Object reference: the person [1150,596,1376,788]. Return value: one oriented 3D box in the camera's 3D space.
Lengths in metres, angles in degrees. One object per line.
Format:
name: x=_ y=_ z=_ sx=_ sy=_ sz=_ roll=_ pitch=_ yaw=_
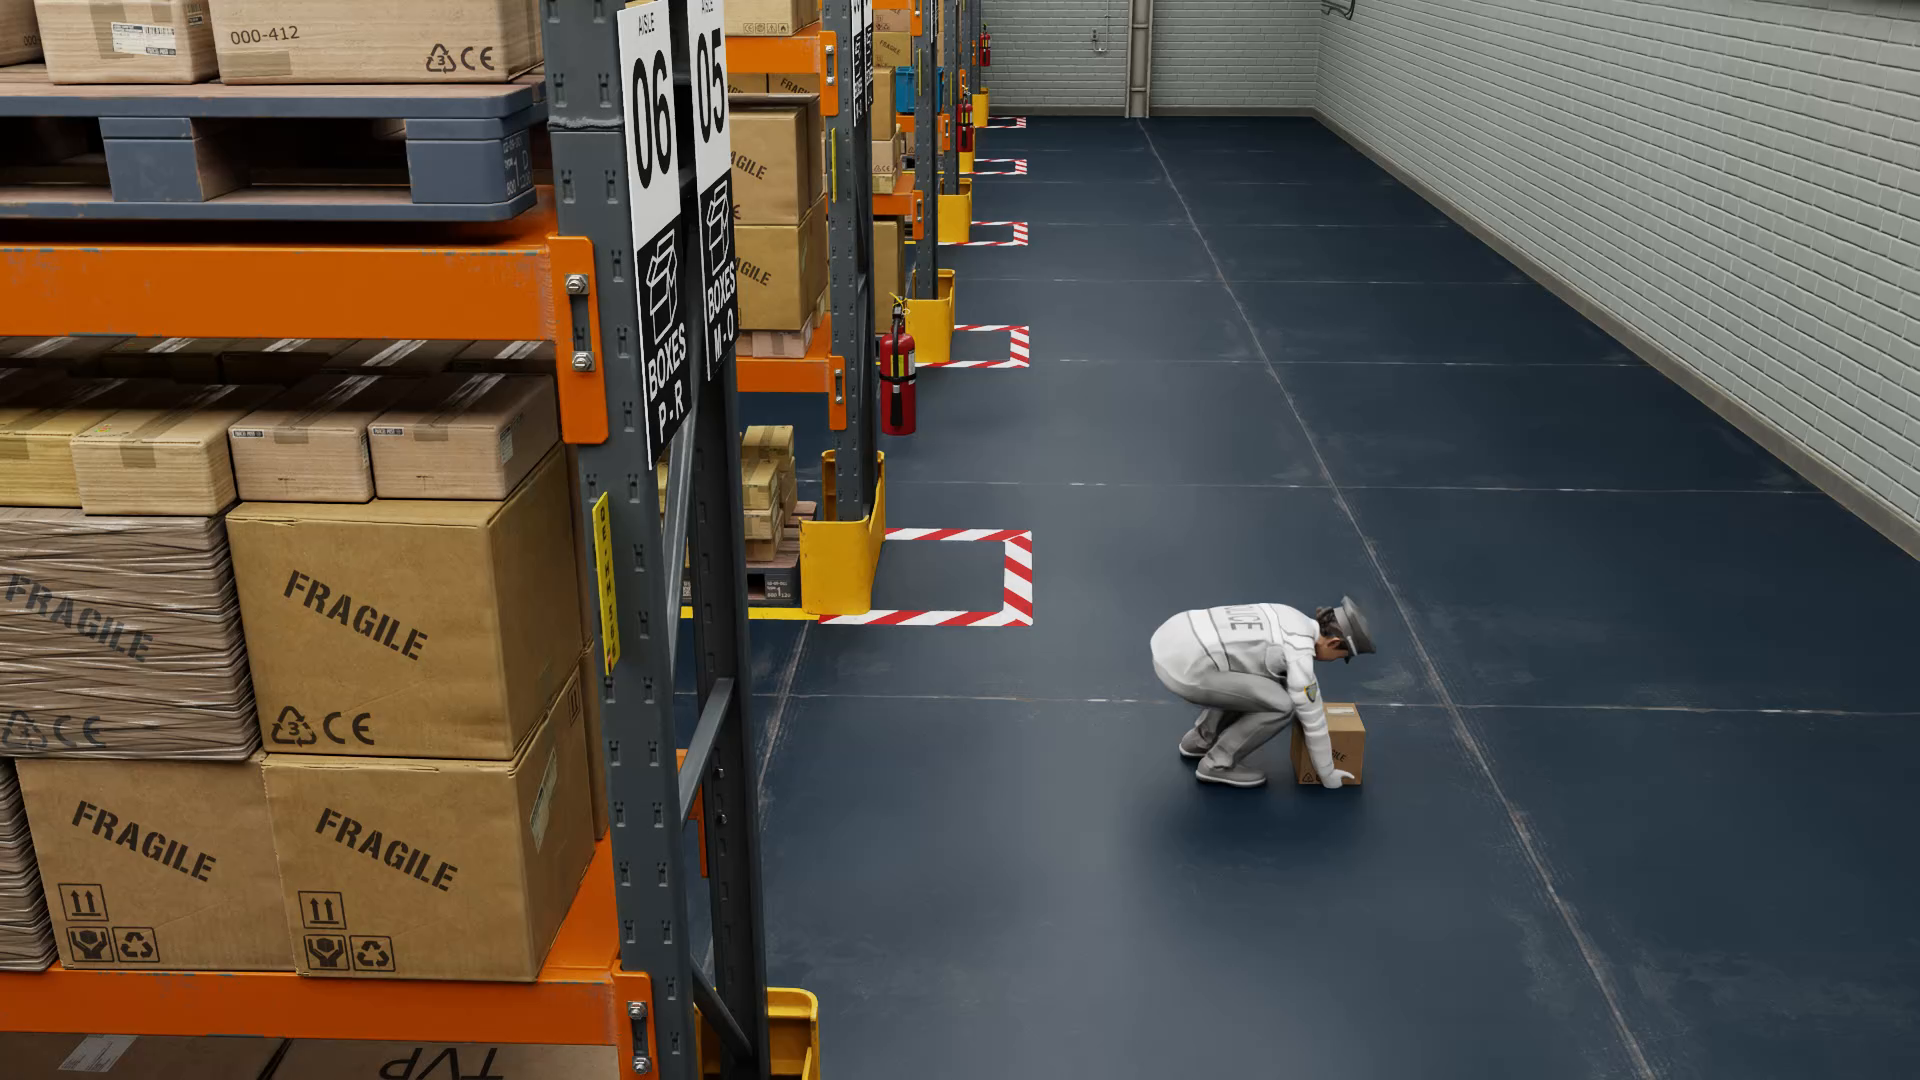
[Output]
person: x=1.230 y=0.606 z=6.791 sx=0.914 sy=0.770 sz=0.448 roll=0 pitch=21 yaw=0
